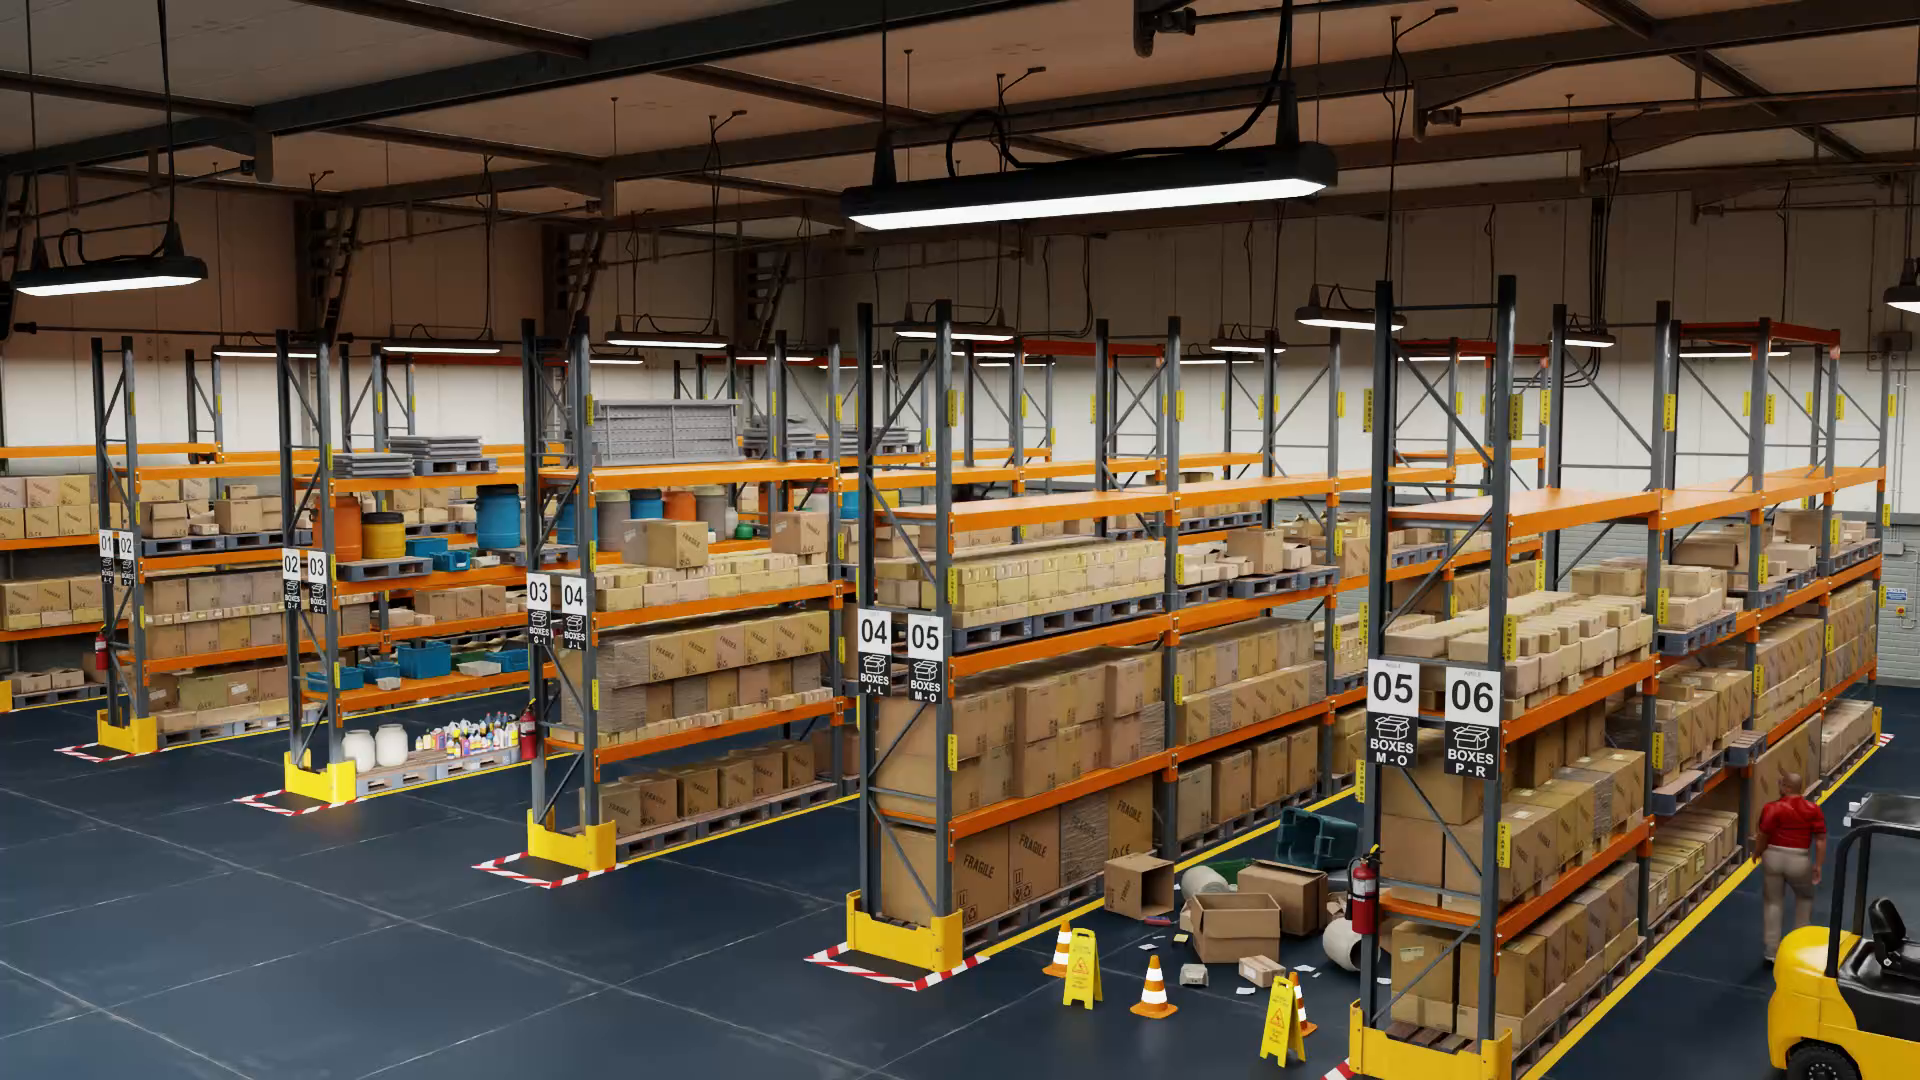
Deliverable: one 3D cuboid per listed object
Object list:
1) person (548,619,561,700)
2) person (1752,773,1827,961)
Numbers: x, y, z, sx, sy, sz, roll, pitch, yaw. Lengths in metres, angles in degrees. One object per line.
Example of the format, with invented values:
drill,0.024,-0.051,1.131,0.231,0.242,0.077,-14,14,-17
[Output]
person,-6.909,1.837,28.230,0.556,1.775,0.548,1,5,16
person,7.568,2.990,15.192,0.601,1.764,0.687,4,6,35
